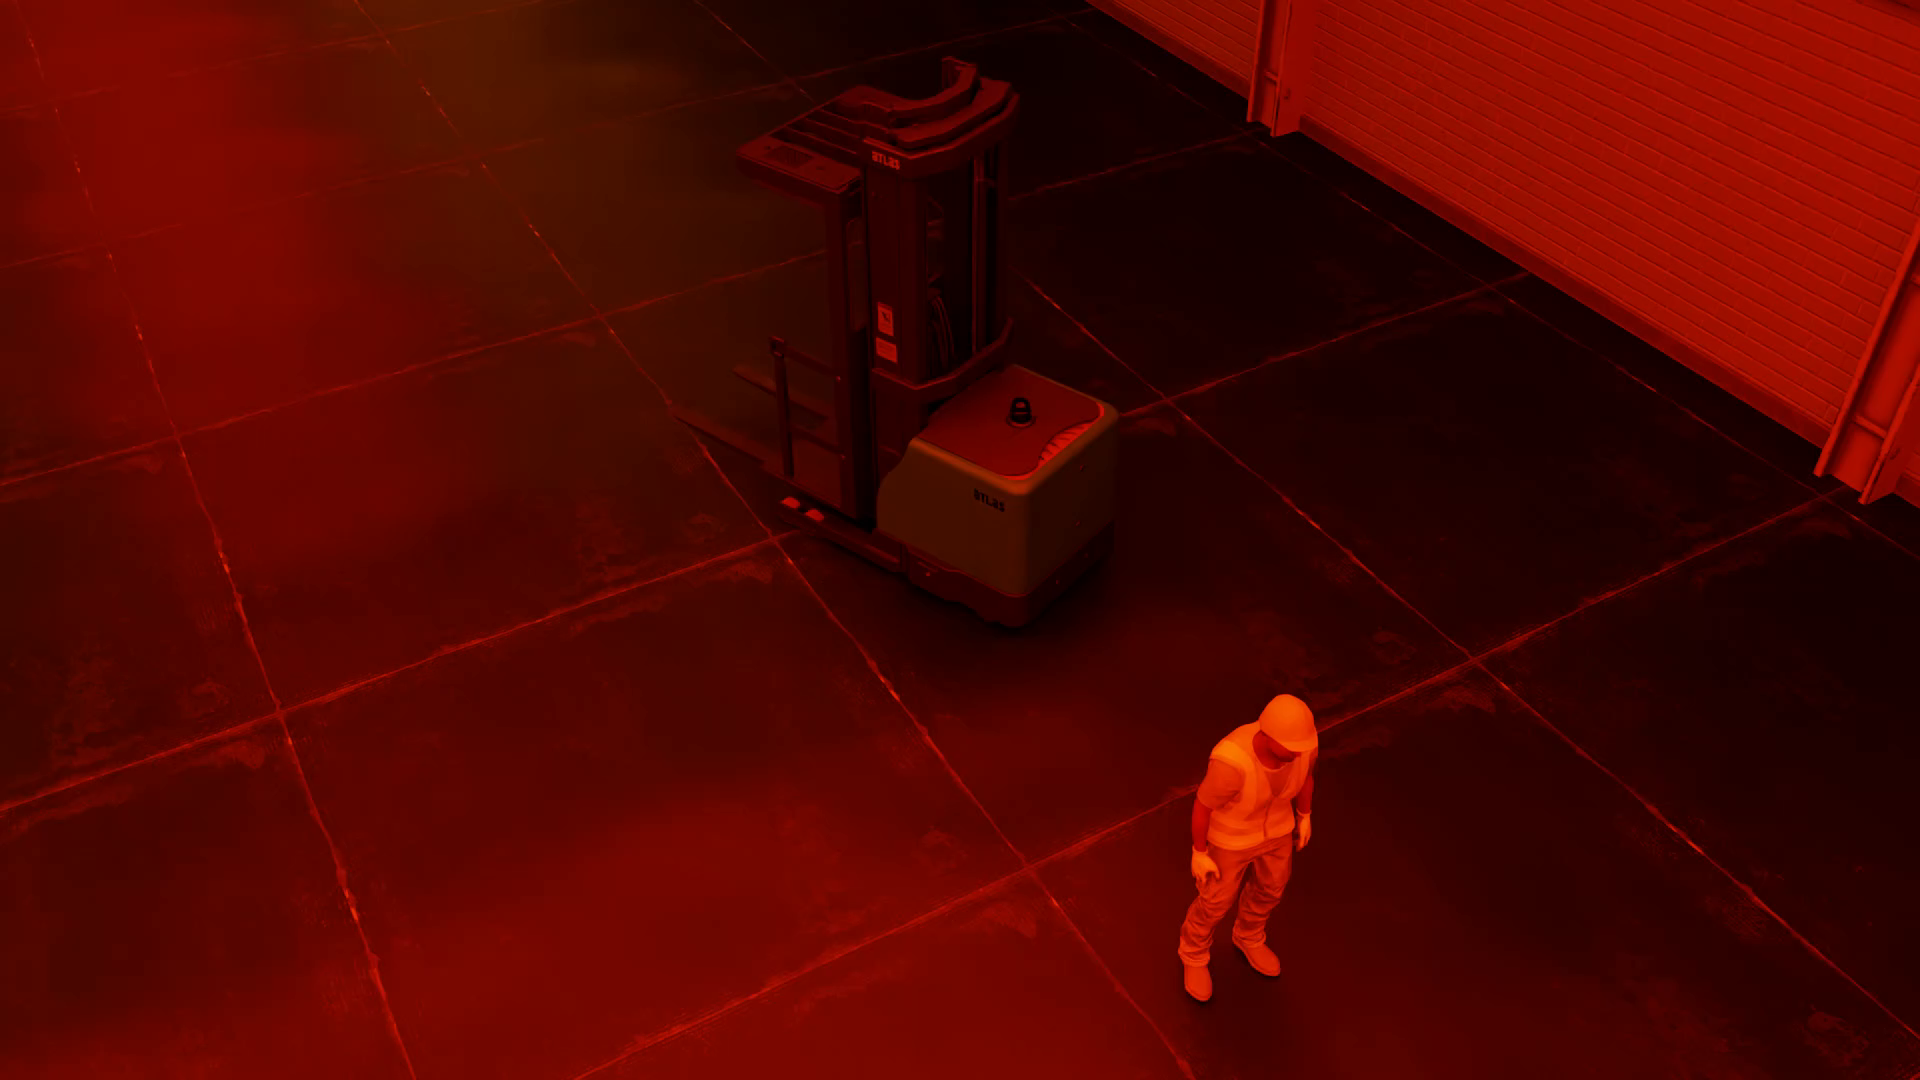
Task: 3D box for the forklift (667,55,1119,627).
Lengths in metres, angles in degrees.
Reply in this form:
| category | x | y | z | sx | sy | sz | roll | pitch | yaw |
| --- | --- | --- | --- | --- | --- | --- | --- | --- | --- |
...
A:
| category | x | y | z | sx | sy | sz | roll | pitch | yaw |
| --- | --- | --- | --- | --- | --- | --- | --- | --- | --- |
| forklift | -0.541 | -1.395 | 9.718 | 3.031 | 2.935 | 1.130 | 26 | 46 | 28 |

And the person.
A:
| category | x | y | z | sx | sy | sz | roll | pitch | yaw |
| --- | --- | --- | --- | --- | --- | --- | --- | --- | --- |
| person | 1.293 | 1.313 | 7.363 | 0.620 | 1.773 | 0.449 | -16 | 42 | -18 |
